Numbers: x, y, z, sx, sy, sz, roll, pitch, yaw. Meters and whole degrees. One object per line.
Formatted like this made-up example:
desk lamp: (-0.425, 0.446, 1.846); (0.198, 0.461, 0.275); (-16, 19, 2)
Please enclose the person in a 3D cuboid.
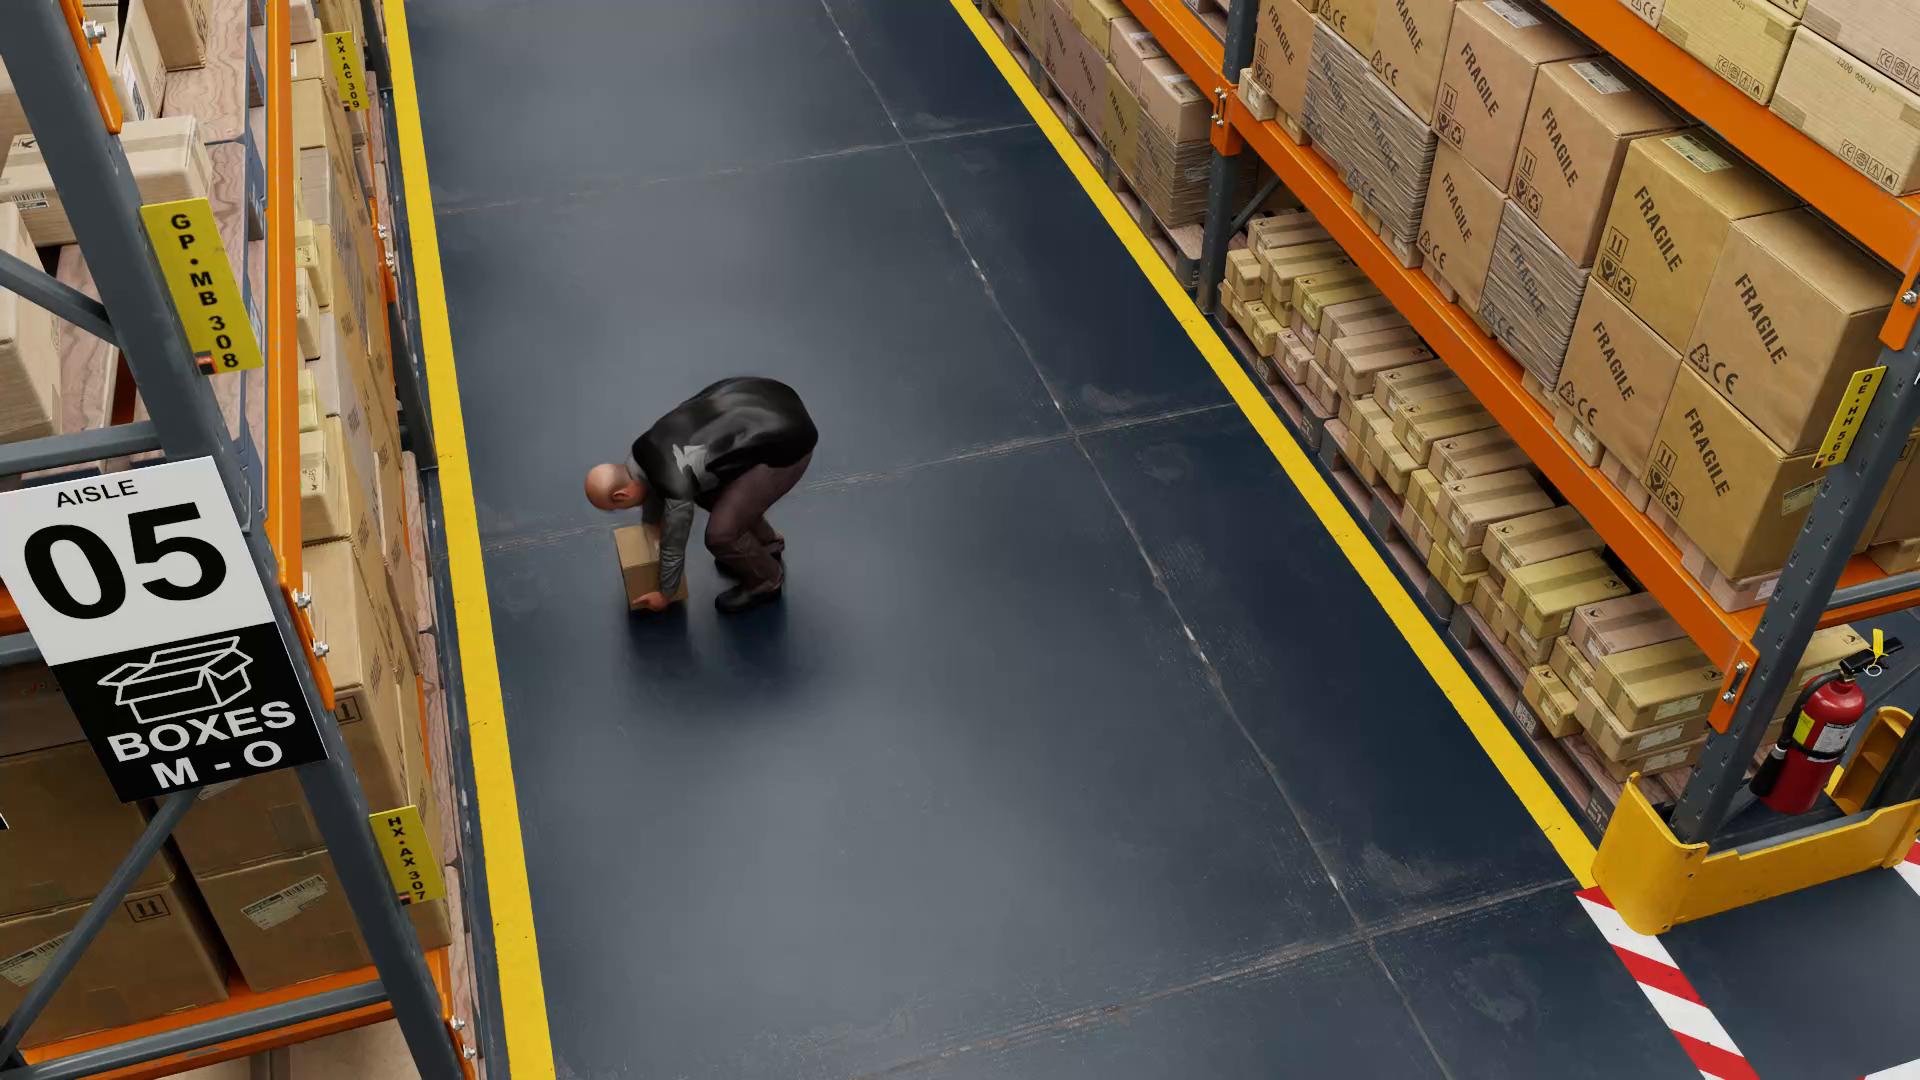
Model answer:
person: (-1.053, -0.163, 6.888); (0.948, 1.015, 0.490); (-14, 44, -15)
